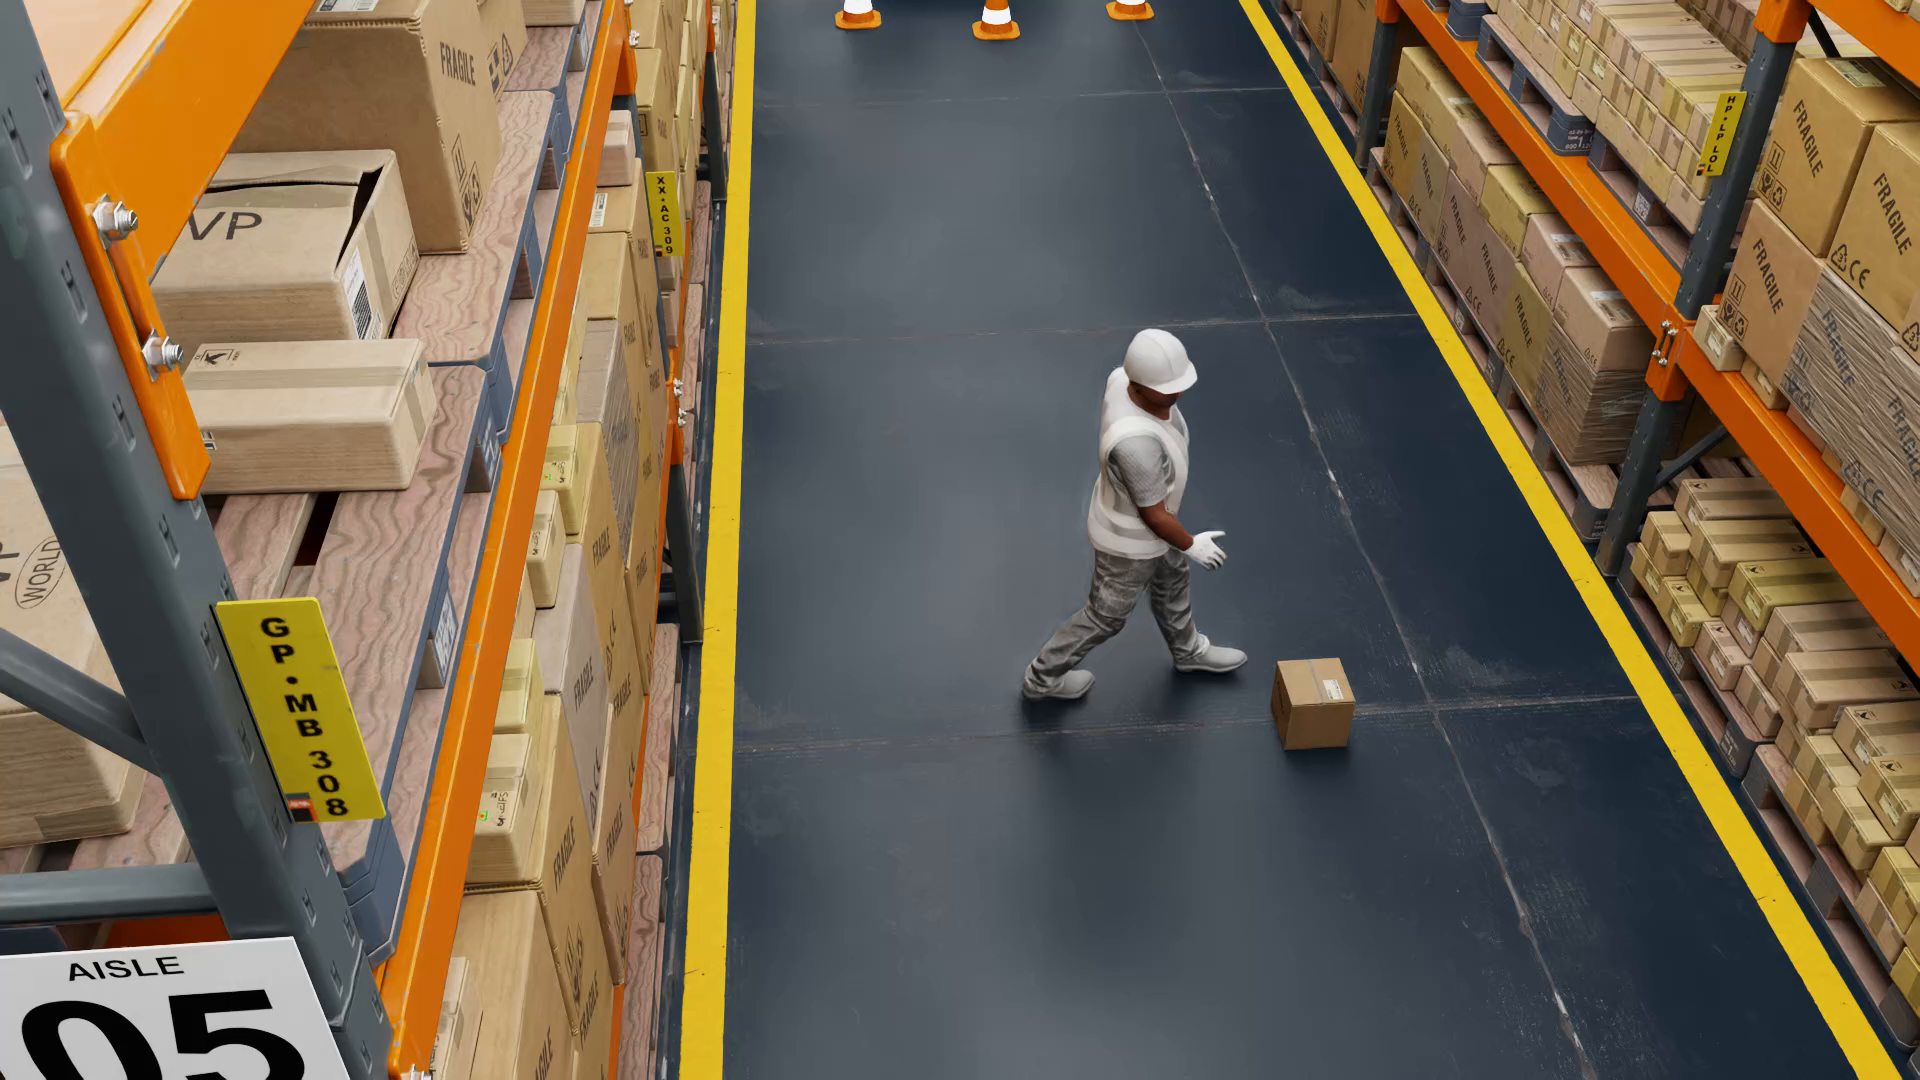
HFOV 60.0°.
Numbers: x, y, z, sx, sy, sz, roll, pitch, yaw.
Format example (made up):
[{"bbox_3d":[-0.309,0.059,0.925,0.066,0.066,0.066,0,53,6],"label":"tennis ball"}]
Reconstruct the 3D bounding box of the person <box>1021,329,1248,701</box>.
[{"bbox_3d":[0.707,-0.052,6.223,0.910,1.747,0.564,4,39,5],"label":"person"}]
